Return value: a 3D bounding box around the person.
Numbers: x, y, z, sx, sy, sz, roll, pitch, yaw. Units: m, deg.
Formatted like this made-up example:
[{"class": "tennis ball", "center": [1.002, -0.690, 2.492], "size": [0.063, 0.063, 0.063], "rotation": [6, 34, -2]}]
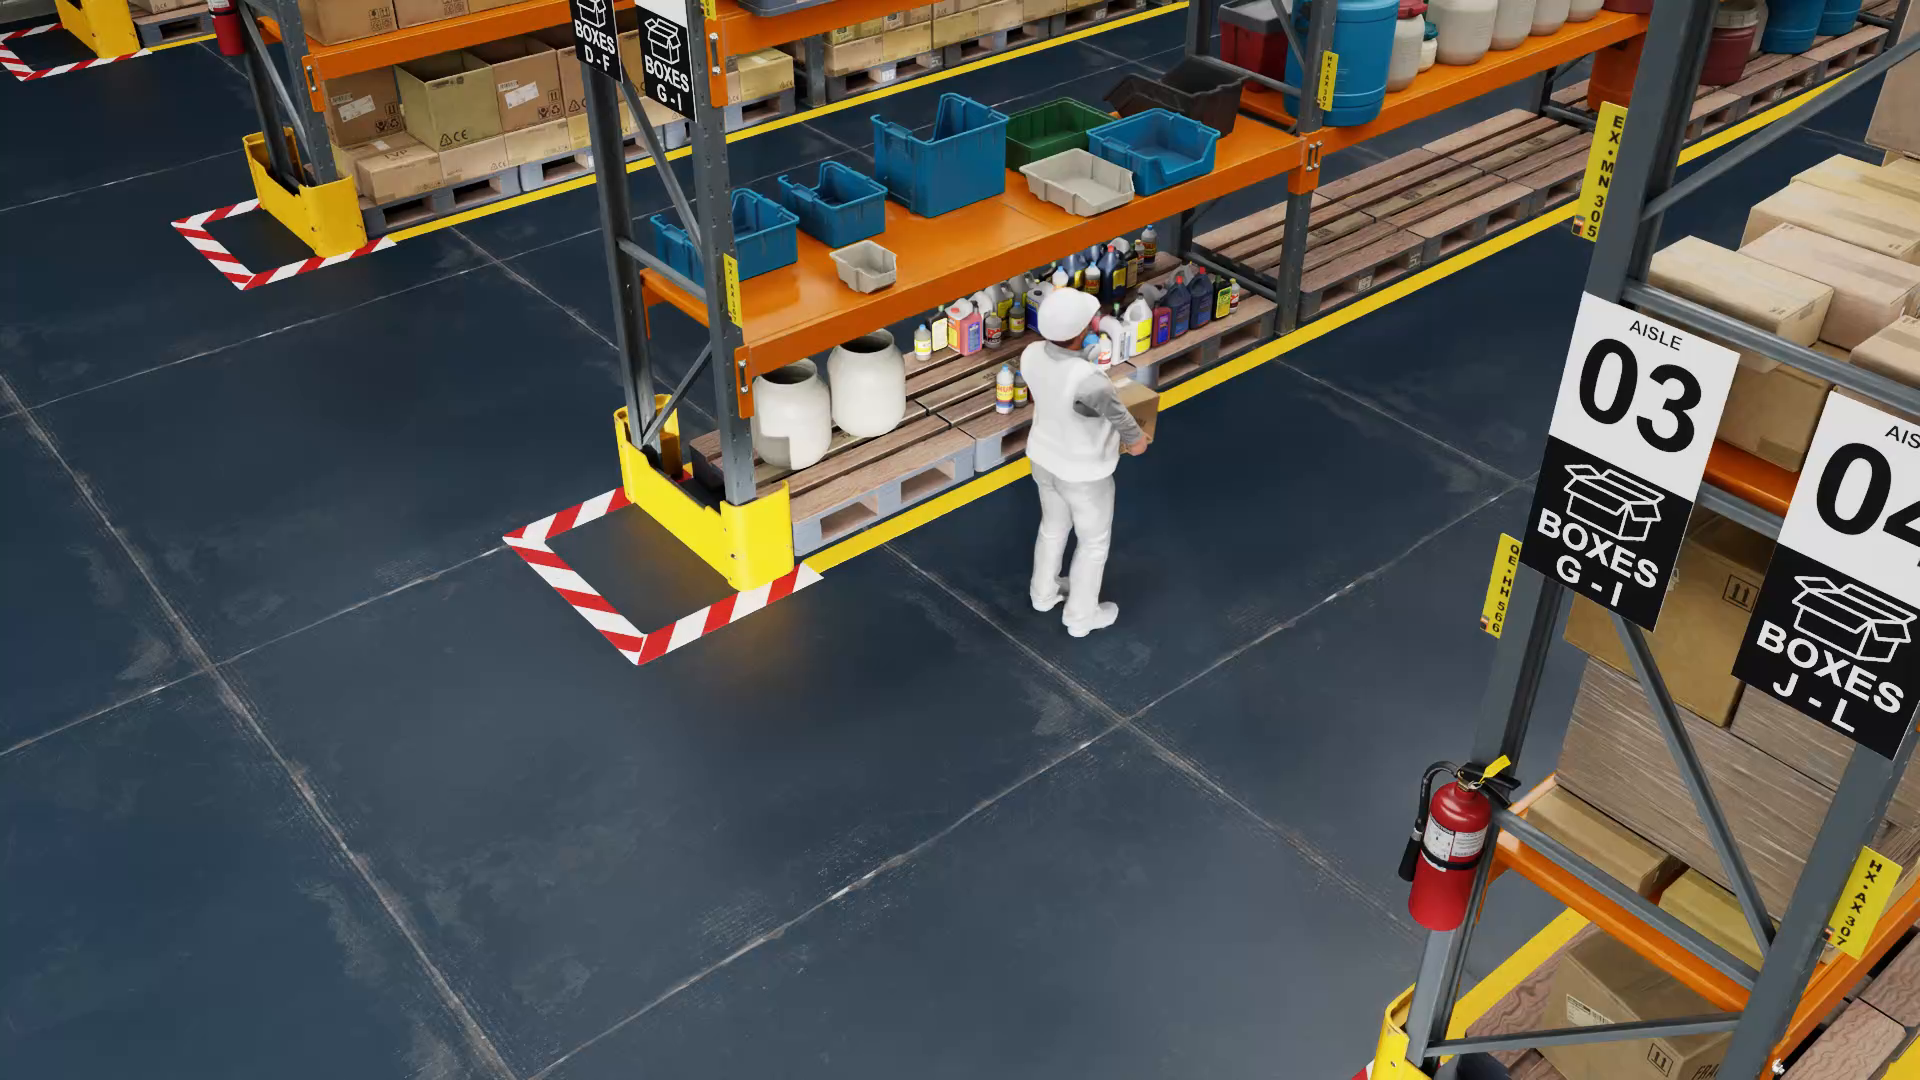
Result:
[{"class": "person", "center": [0.571, -0.397, 7.618], "size": [0.557, 1.762, 0.494], "rotation": [-26, 43, -31]}]
